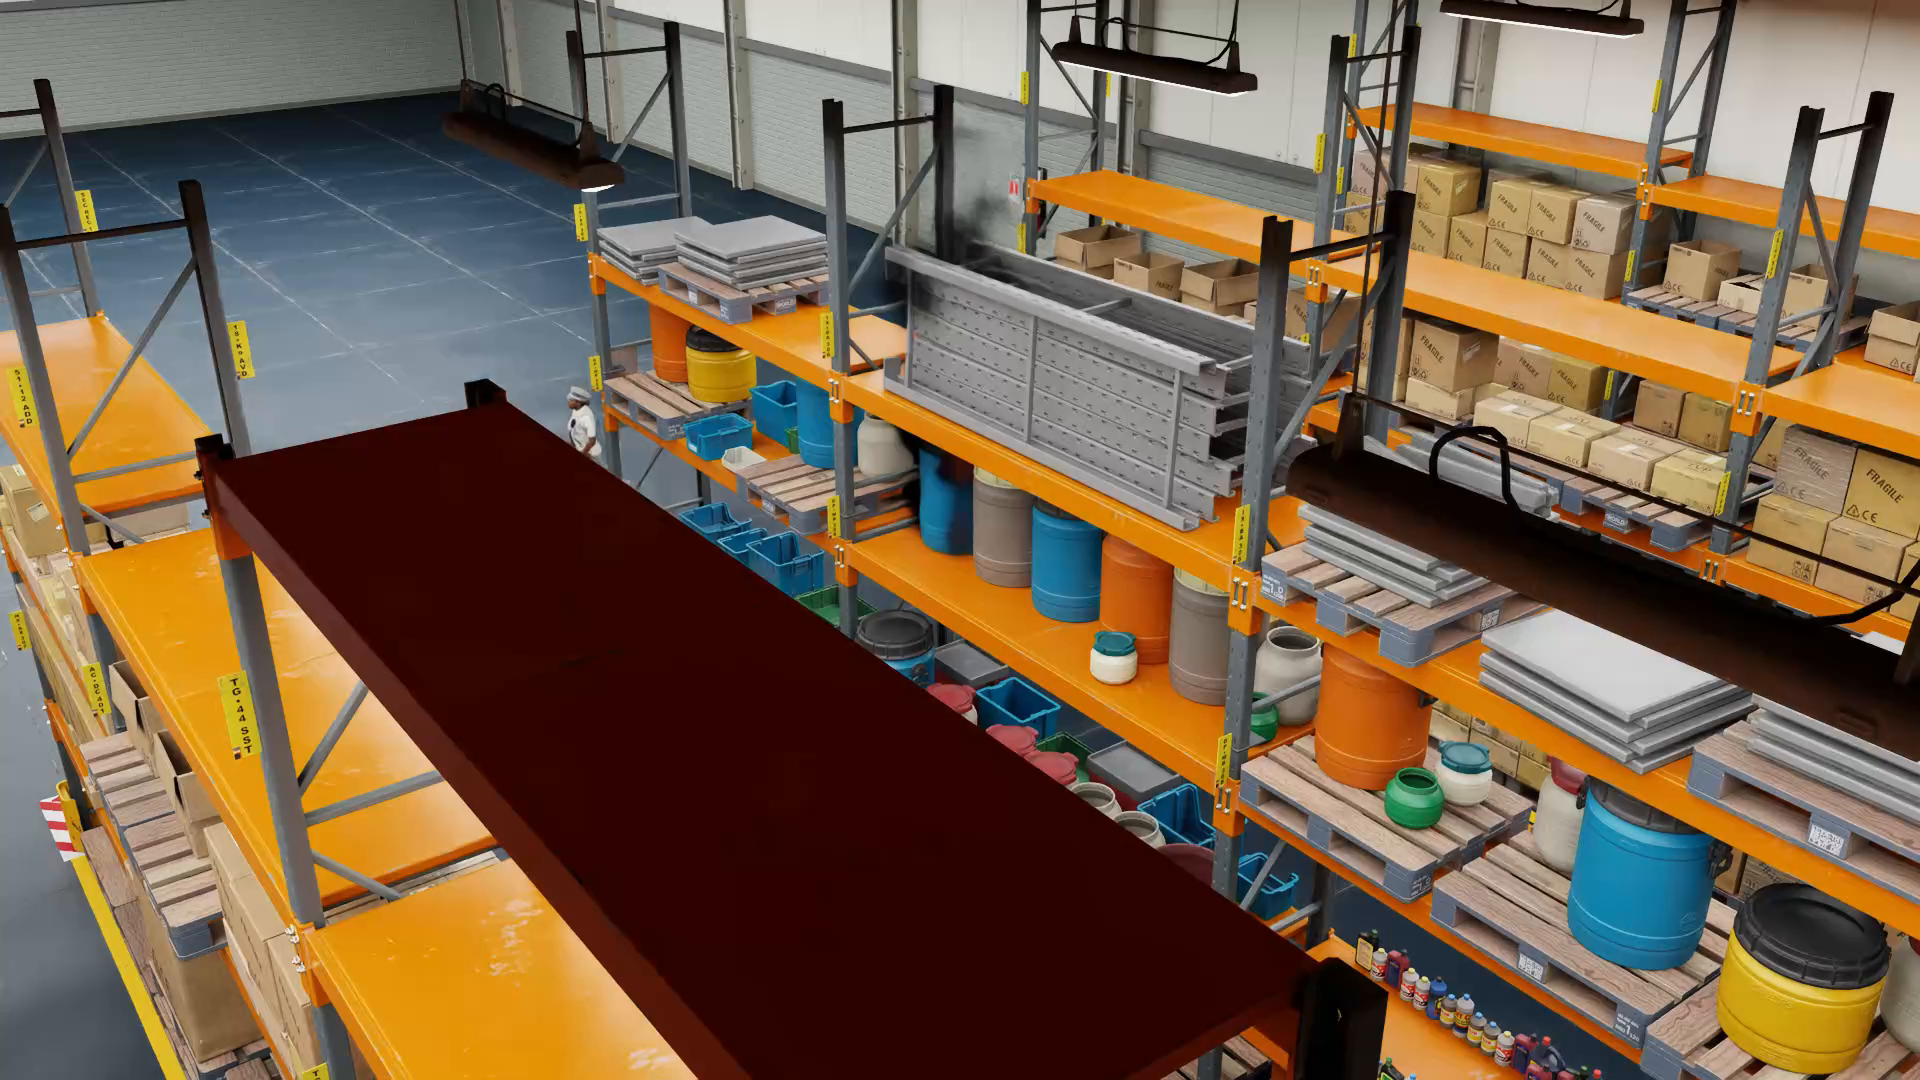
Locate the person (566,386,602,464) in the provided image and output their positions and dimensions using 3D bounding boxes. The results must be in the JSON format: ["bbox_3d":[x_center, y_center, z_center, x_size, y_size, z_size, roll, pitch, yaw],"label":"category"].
[{"bbox_3d":[-4.234,-1.001,19.227,0.592,1.637,0.558,-7,26,-14],"label":"person"}]
